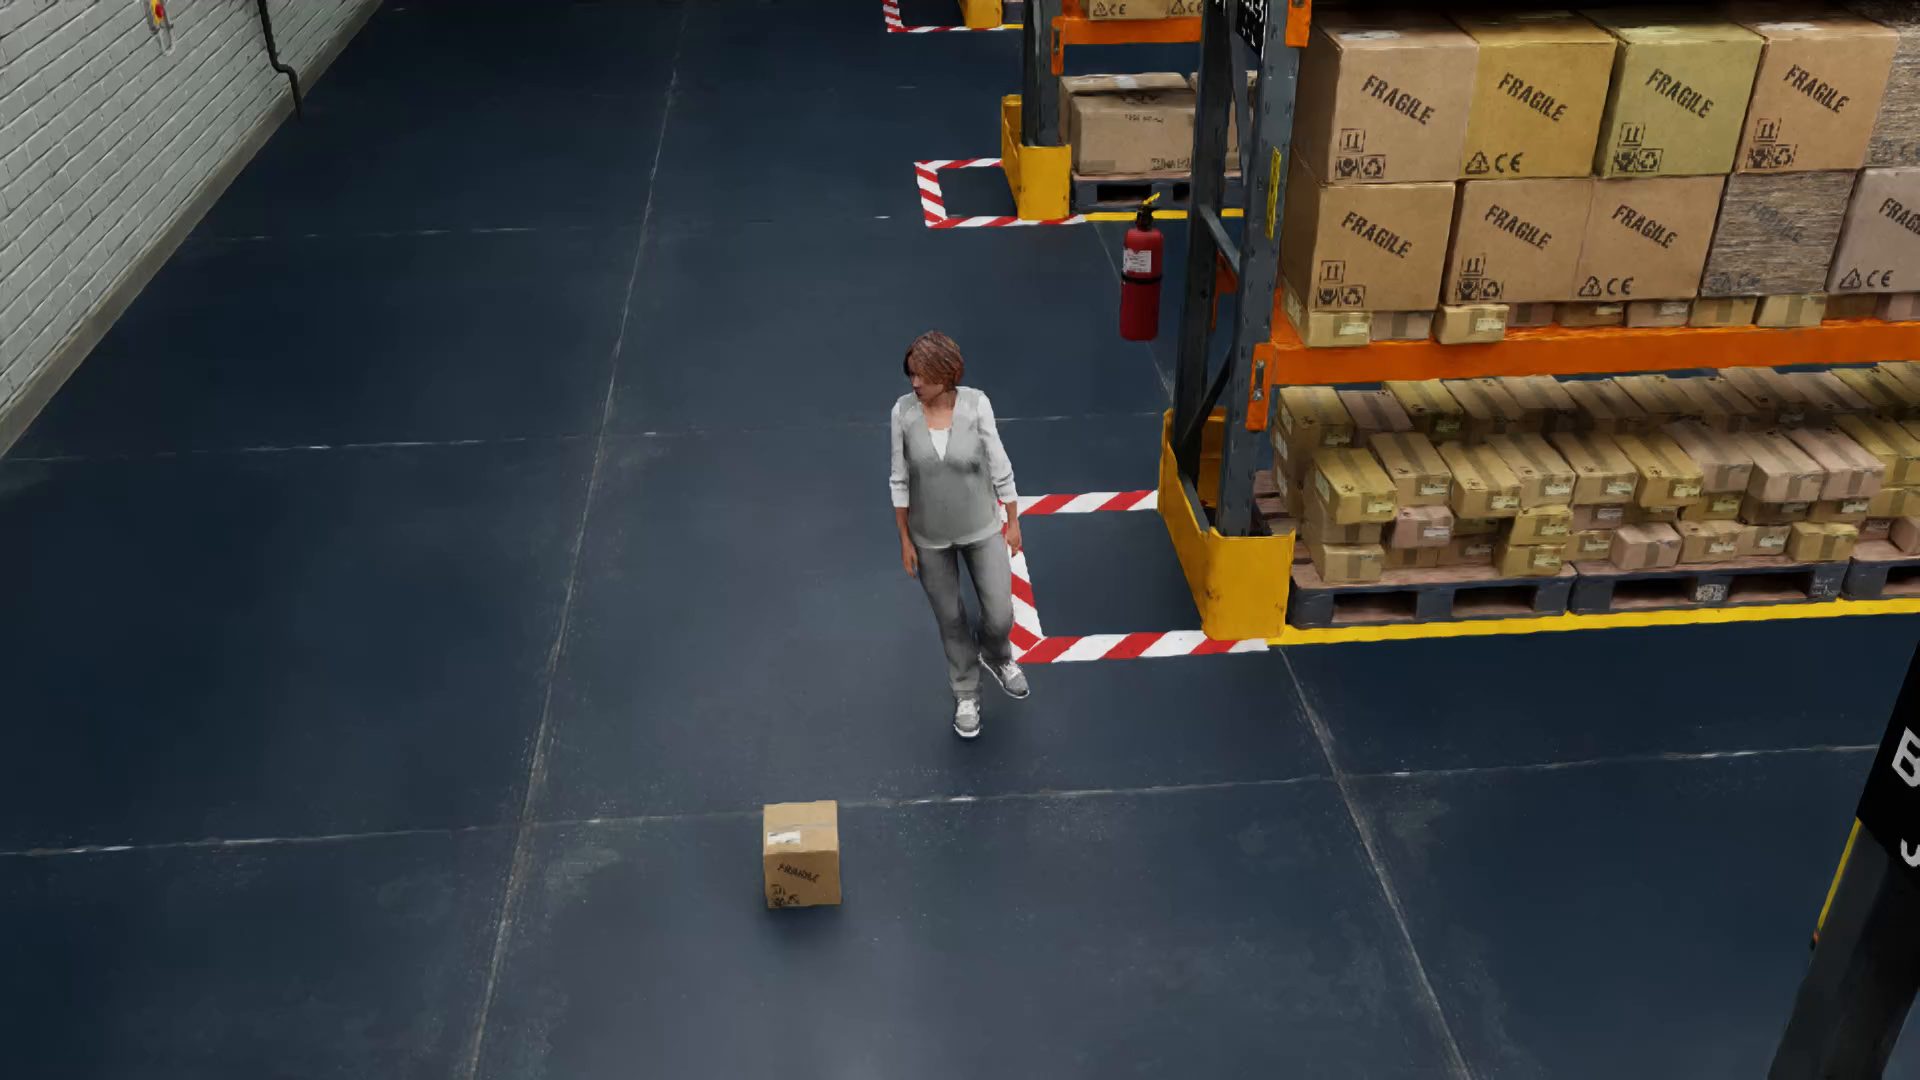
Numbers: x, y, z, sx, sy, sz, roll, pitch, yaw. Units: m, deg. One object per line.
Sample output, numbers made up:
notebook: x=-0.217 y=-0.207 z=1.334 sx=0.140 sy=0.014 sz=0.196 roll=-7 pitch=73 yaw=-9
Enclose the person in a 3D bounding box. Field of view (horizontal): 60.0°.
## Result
person: x=0.007 y=-0.007 z=6.130 sx=0.528 sy=1.591 sz=0.396 roll=1 pitch=32 yaw=2
